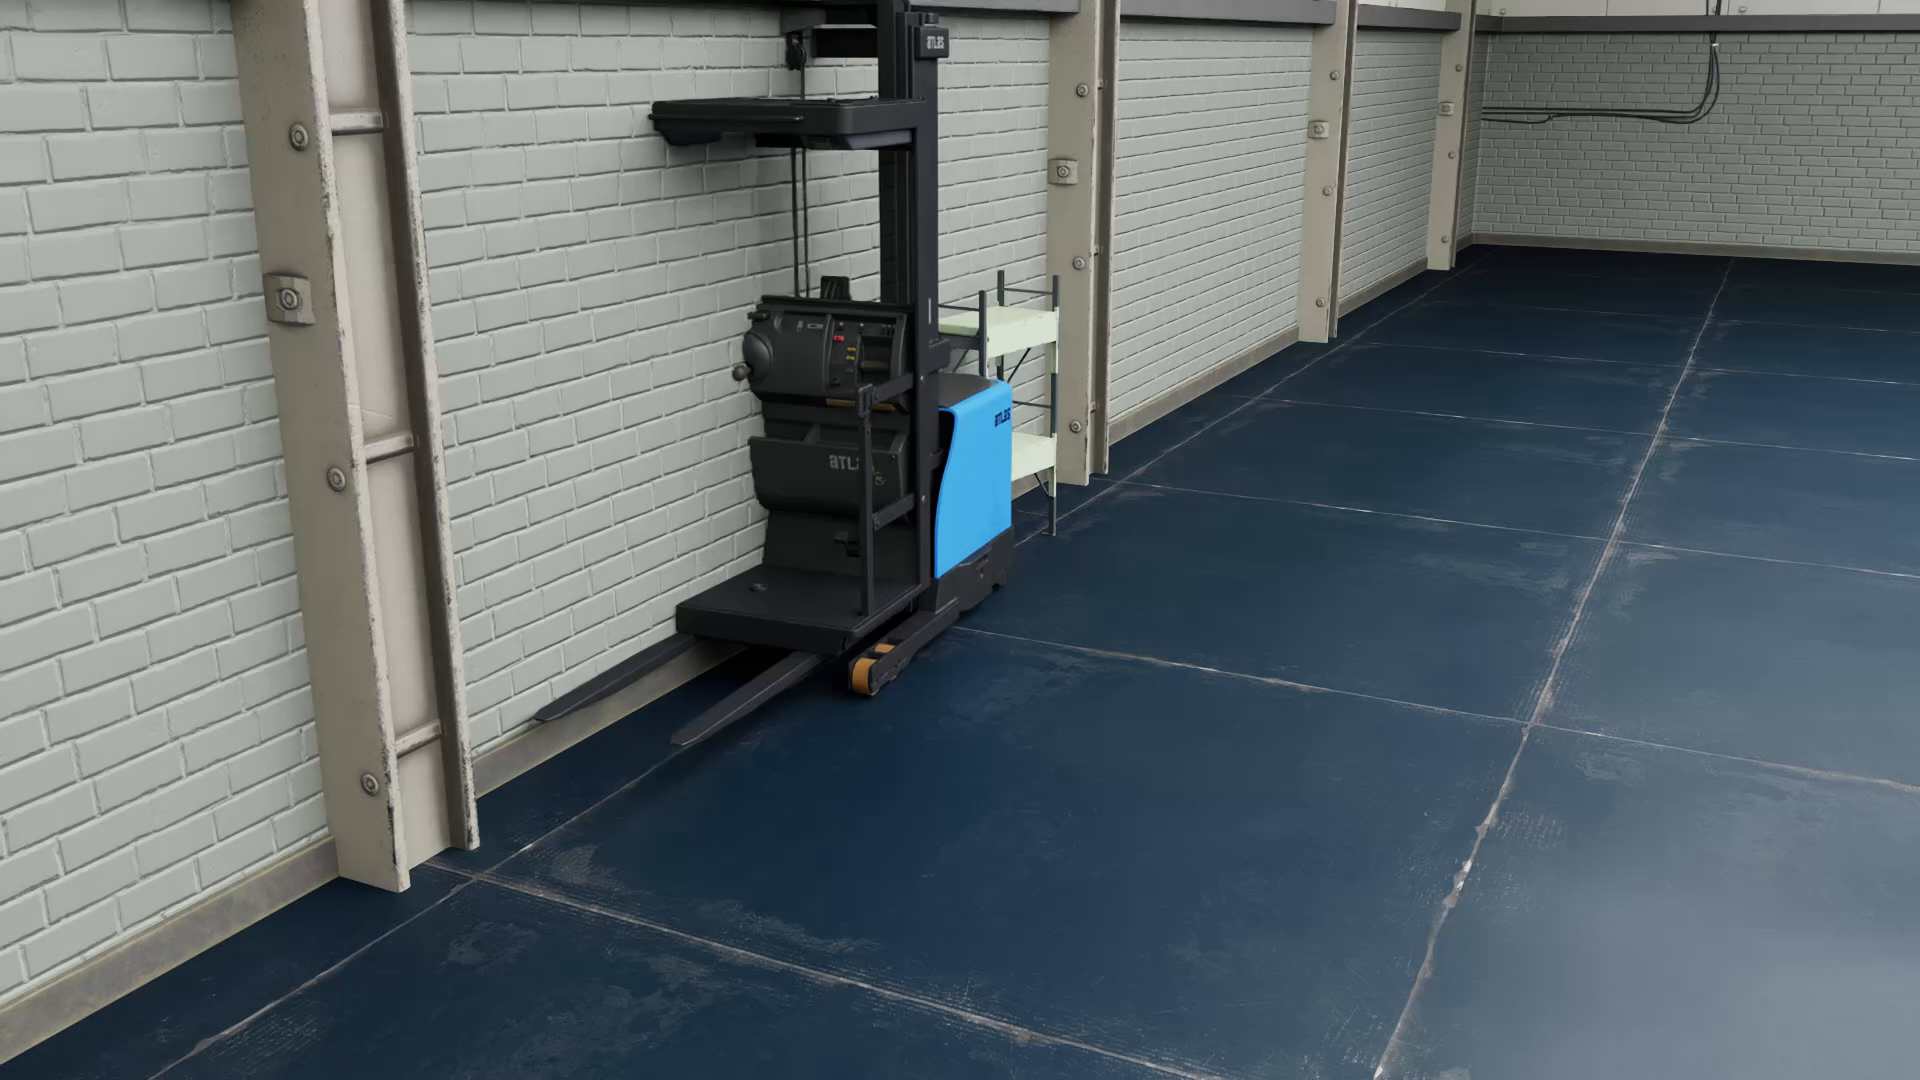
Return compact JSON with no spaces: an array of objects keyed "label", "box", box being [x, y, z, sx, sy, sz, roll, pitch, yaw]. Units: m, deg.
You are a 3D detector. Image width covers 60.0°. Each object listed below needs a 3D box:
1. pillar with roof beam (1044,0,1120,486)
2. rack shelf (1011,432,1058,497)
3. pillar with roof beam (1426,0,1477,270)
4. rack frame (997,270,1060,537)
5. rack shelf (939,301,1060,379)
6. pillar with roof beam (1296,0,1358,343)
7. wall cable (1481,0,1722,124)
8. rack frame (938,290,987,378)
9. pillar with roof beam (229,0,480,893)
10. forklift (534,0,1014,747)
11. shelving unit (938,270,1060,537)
[{"label":"pillar with roof beam","box":[4.610,-4.185,7.810,9.100,9.000,0.400,8,18,25]},{"label":"rack shelf","box":[0.175,-0.375,9.298,0.431,0.370,0.720,11,20,33]},{"label":"pillar with roof beam","box":[9.972,-7.242,18.101,9.100,9.000,0.400,8,18,25]},{"label":"rack frame","box":[0.382,-0.774,9.495,0.400,1.500,0.023,11,20,33]},{"label":"rack shelf","box":[0.175,-1.062,9.094,0.431,0.370,0.720,11,20,33]},{"label":"pillar with roof beam","box":[7.291,-5.713,12.956,9.100,9.000,0.400,8,18,25]},{"label":"wall cable","box":[8.620,-6.883,22.347,3.097,2.526,0.112,8,18,25]},{"label":"rack frame","box":[-0.032,-0.602,8.916,0.400,1.500,0.023,11,20,33]},{"label":"pillar with roof beam","box":[1.929,-2.657,2.665,9.100,9.000,0.400,8,18,25]},{"label":"forklift","box":[-0.754,-0.863,7.281,1.130,2.935,3.031,7,18,22]},{"label":"shelving unit","box":[0.175,-0.688,9.205,0.431,1.500,0.755,11,20,33]}]
